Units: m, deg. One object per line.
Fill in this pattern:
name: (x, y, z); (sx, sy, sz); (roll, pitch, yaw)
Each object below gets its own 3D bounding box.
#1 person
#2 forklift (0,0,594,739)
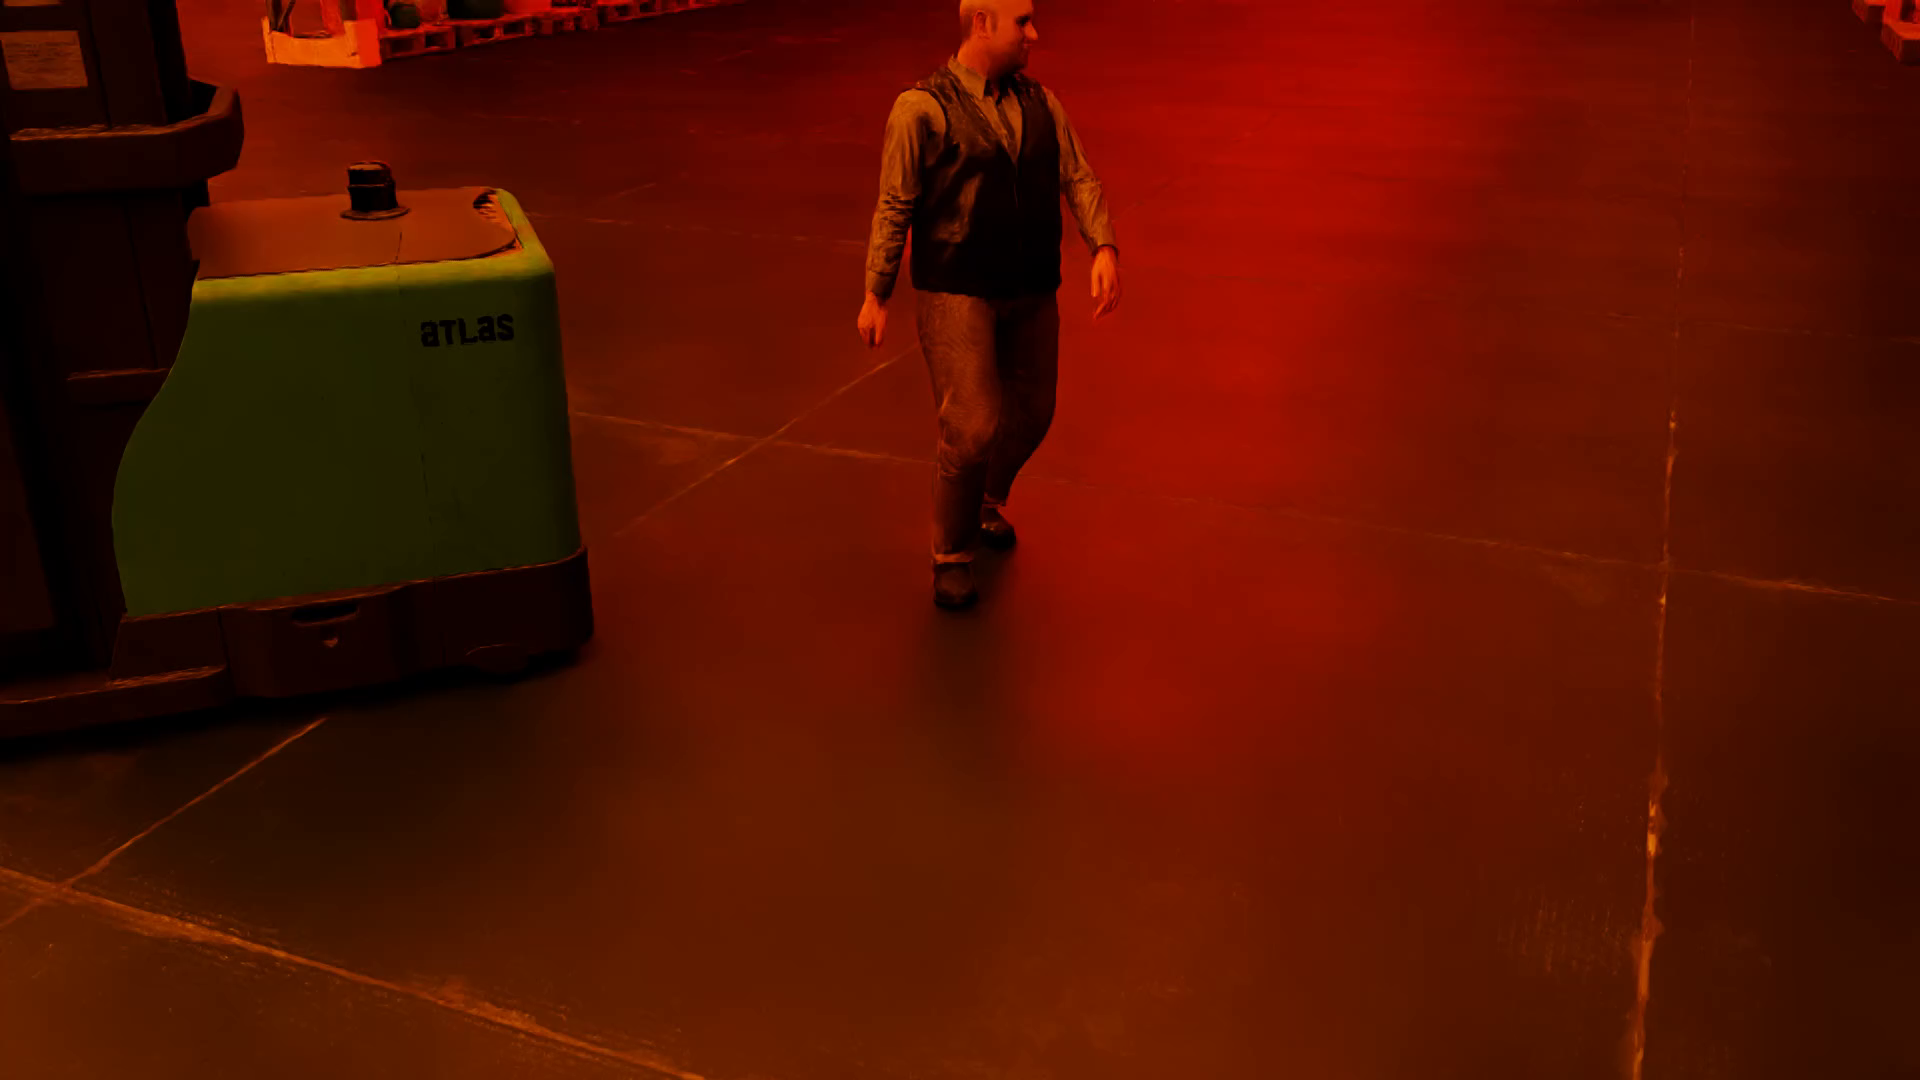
person: (0.054, -0.679, 4.588); (0.662, 1.659, 0.723); (-16, 27, -33)
forklift: (-2.527, -1.012, 3.714); (3.031, 2.935, 1.130); (-8, 24, -18)
